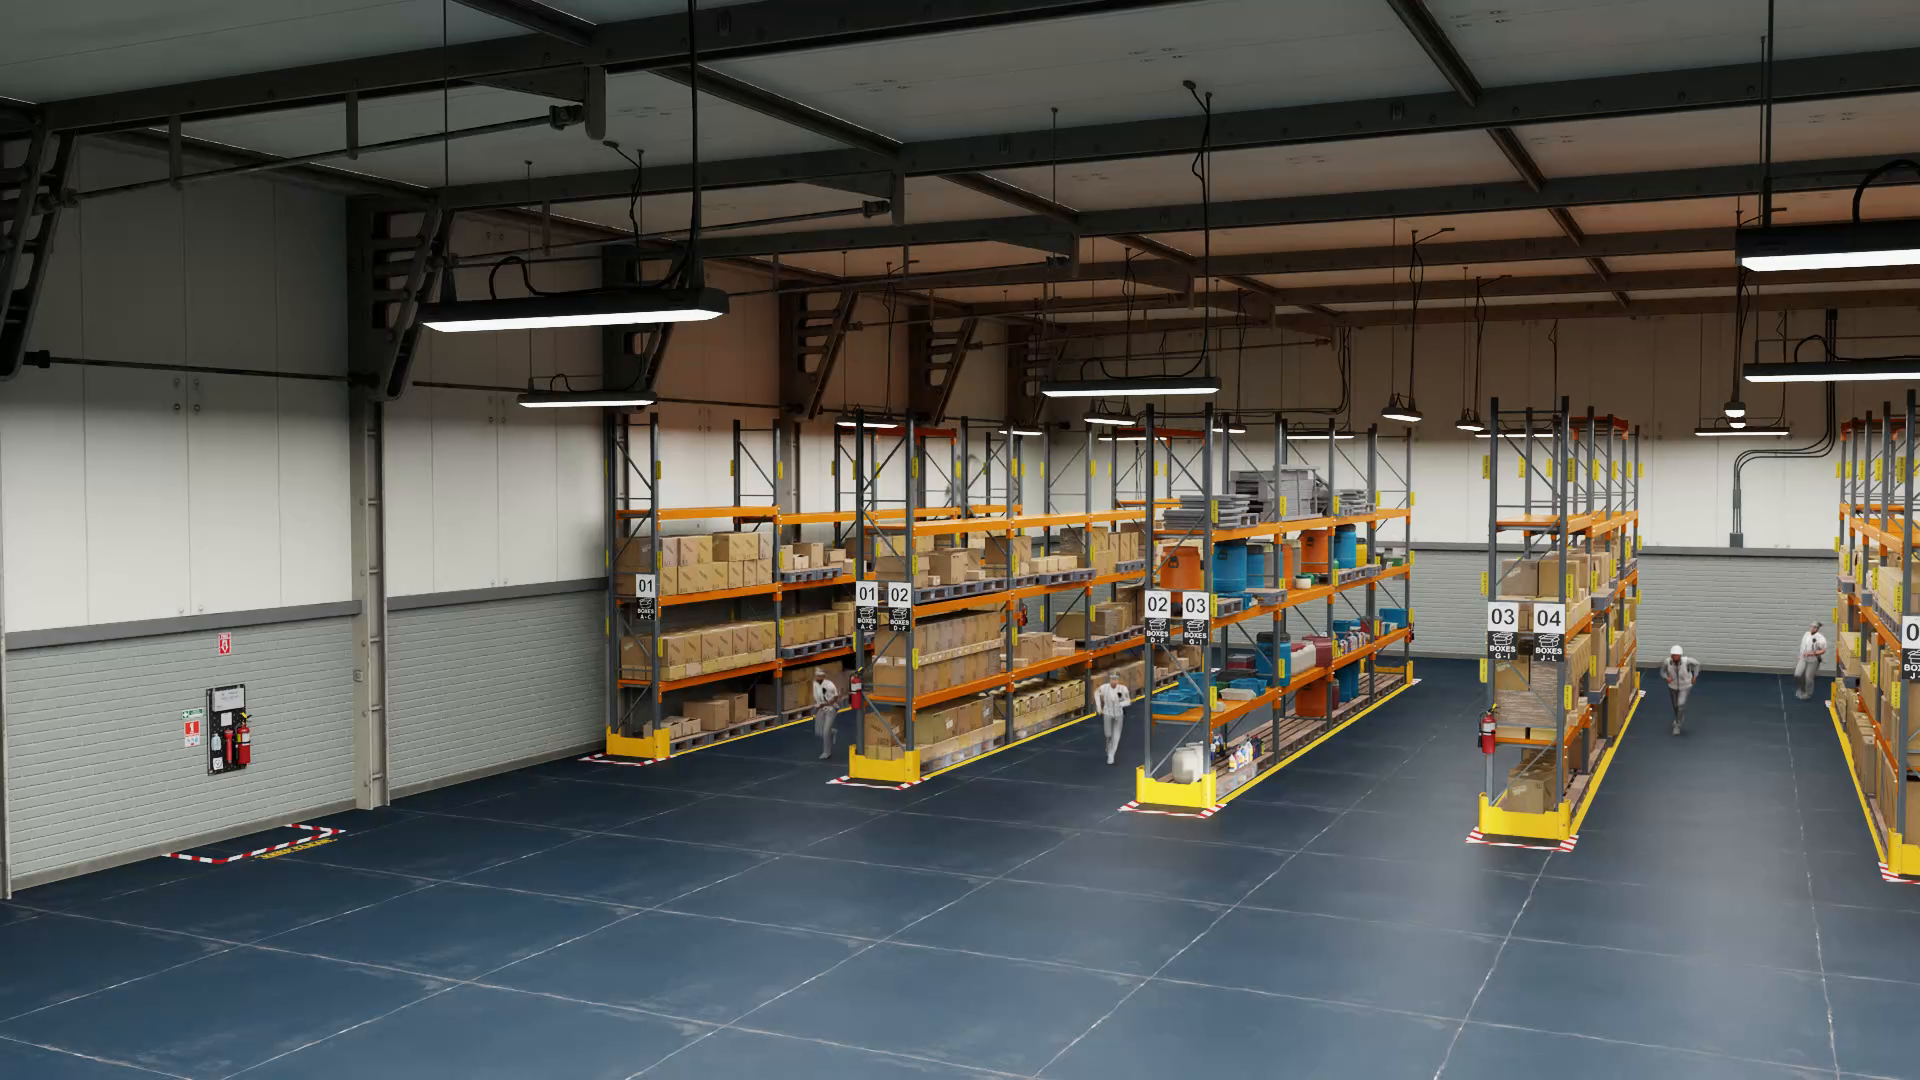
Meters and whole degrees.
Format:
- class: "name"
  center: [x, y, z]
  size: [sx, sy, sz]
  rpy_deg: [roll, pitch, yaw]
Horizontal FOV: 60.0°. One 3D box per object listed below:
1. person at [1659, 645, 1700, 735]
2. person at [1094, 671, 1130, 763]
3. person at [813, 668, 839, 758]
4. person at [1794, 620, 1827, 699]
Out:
- class: "person"
  center: [13.754, 2.849, 31.774]
  size: [0.701, 1.733, 1.041]
  rpy_deg: [1, 3, 30]
- class: "person"
  center: [2.593, 3.012, 28.271]
  size: [0.602, 1.608, 0.693]
  rpy_deg: [0, 2, 2]
- class: "person"
  center: [-2.334, 2.999, 28.943]
  size: [0.563, 1.618, 0.697]
  rpy_deg: [1, 3, 25]
- class: "person"
  center: [18.512, 2.619, 36.204]
  size: [0.601, 1.753, 0.663]
  rpy_deg: [-2, 3, -35]
